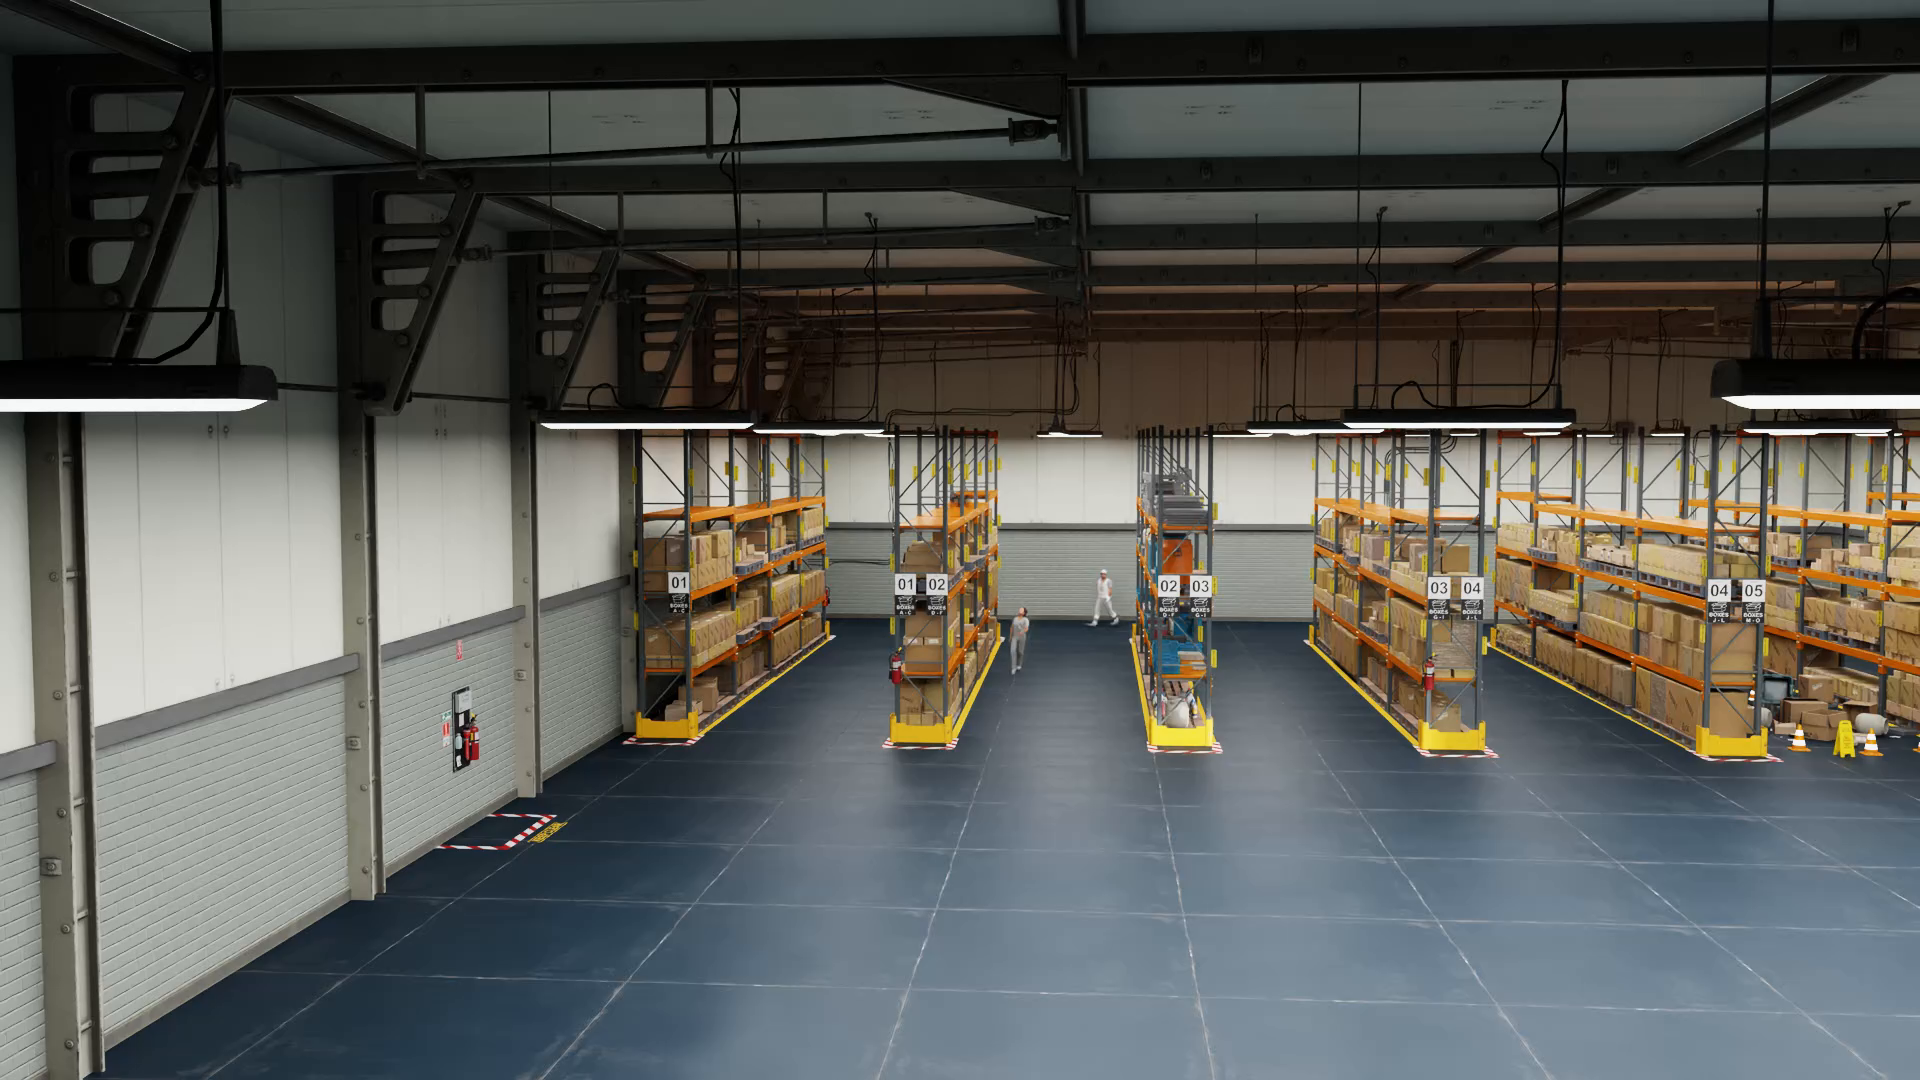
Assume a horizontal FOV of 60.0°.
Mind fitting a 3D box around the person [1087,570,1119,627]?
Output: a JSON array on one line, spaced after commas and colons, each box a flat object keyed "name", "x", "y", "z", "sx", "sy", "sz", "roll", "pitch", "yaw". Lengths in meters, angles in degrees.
[{"name": "person", "x": 4.398, "y": 1.786, "z": 50.916, "sx": 1.050, "sy": 1.758, "sz": 0.616, "roll": -2, "pitch": 4, "yaw": -34}]

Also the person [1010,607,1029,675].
[{"name": "person", "x": 1.457, "y": 2.469, "z": 41.000, "sx": 0.483, "sy": 1.623, "sz": 0.973, "roll": 0, "pitch": 3, "yaw": 5}]
